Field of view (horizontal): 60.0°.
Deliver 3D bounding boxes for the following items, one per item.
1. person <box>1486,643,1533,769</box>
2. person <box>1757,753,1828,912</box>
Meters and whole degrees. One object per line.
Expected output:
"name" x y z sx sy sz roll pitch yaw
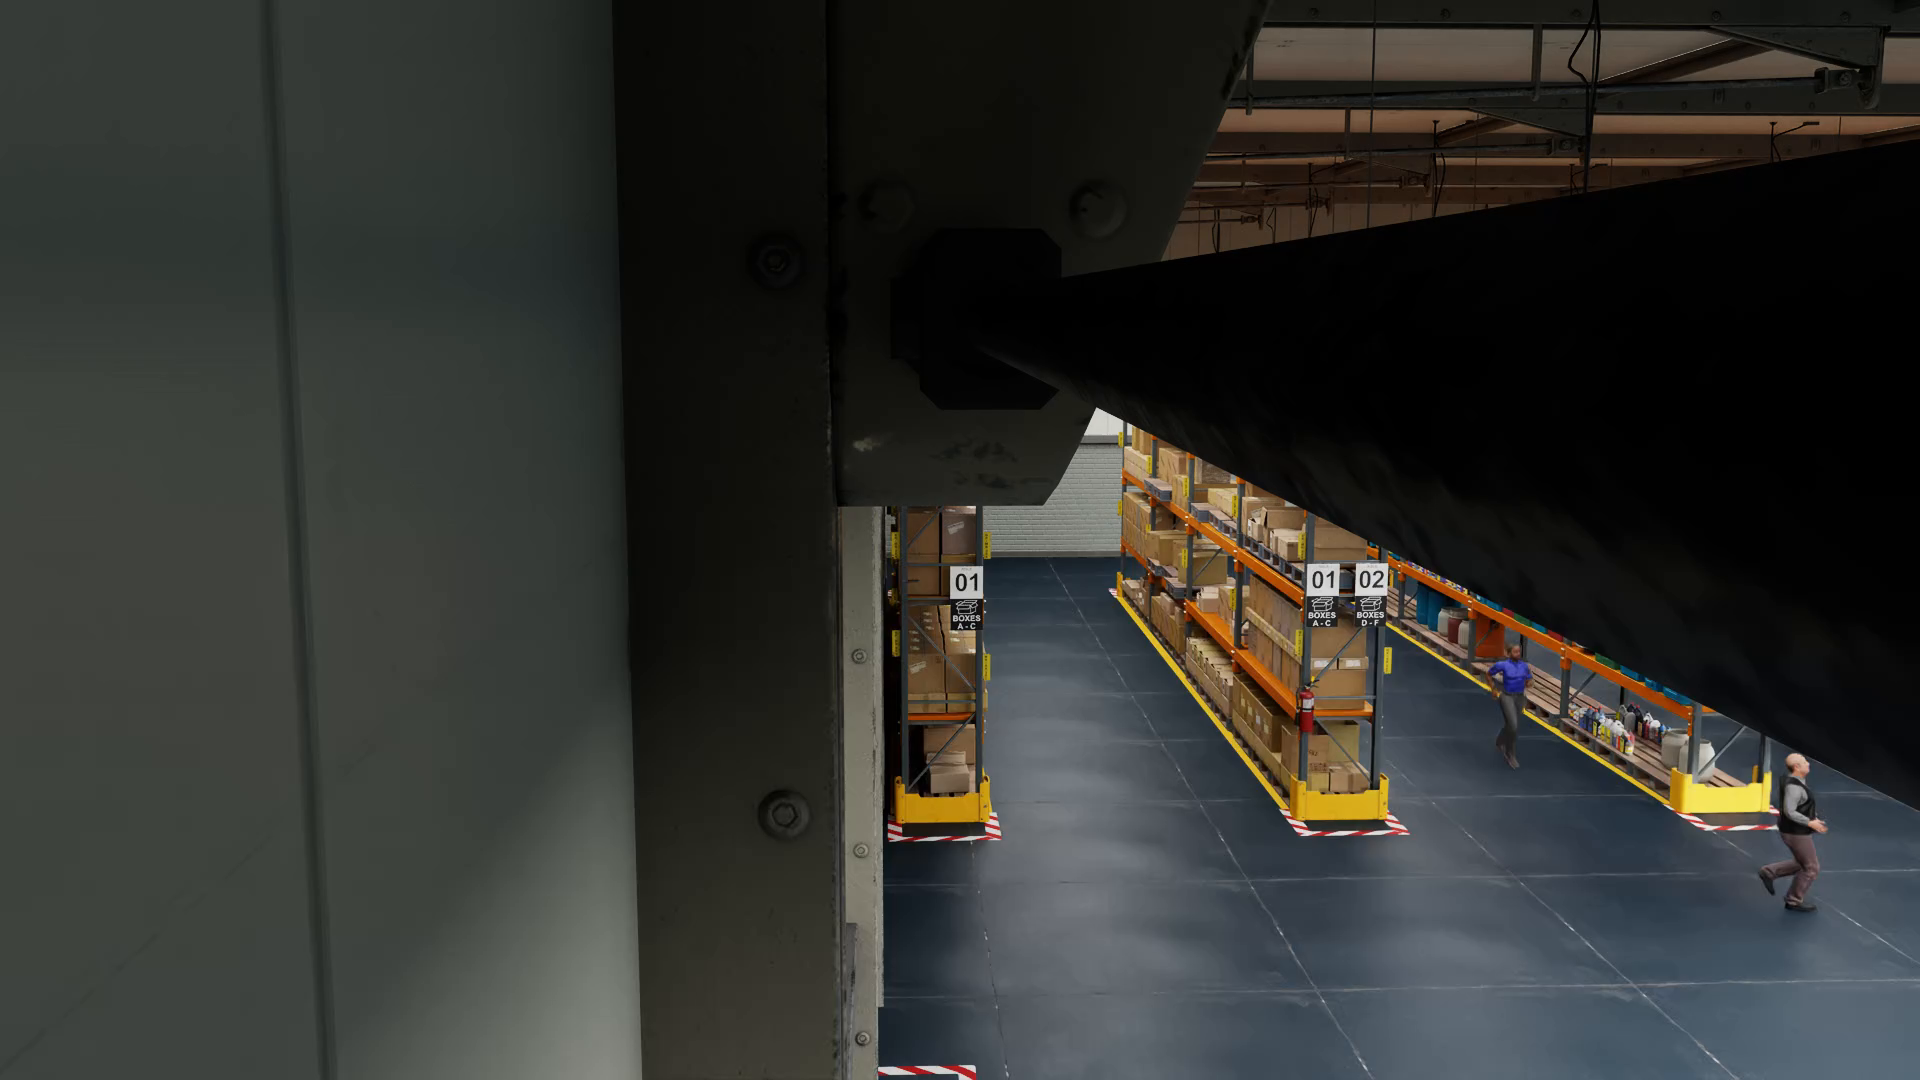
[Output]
"person" 7.659 2.274 23.132 0.547 1.718 0.777 -3 8 -18
"person" 8.758 3.060 17.481 0.612 1.671 0.657 3 9 22
